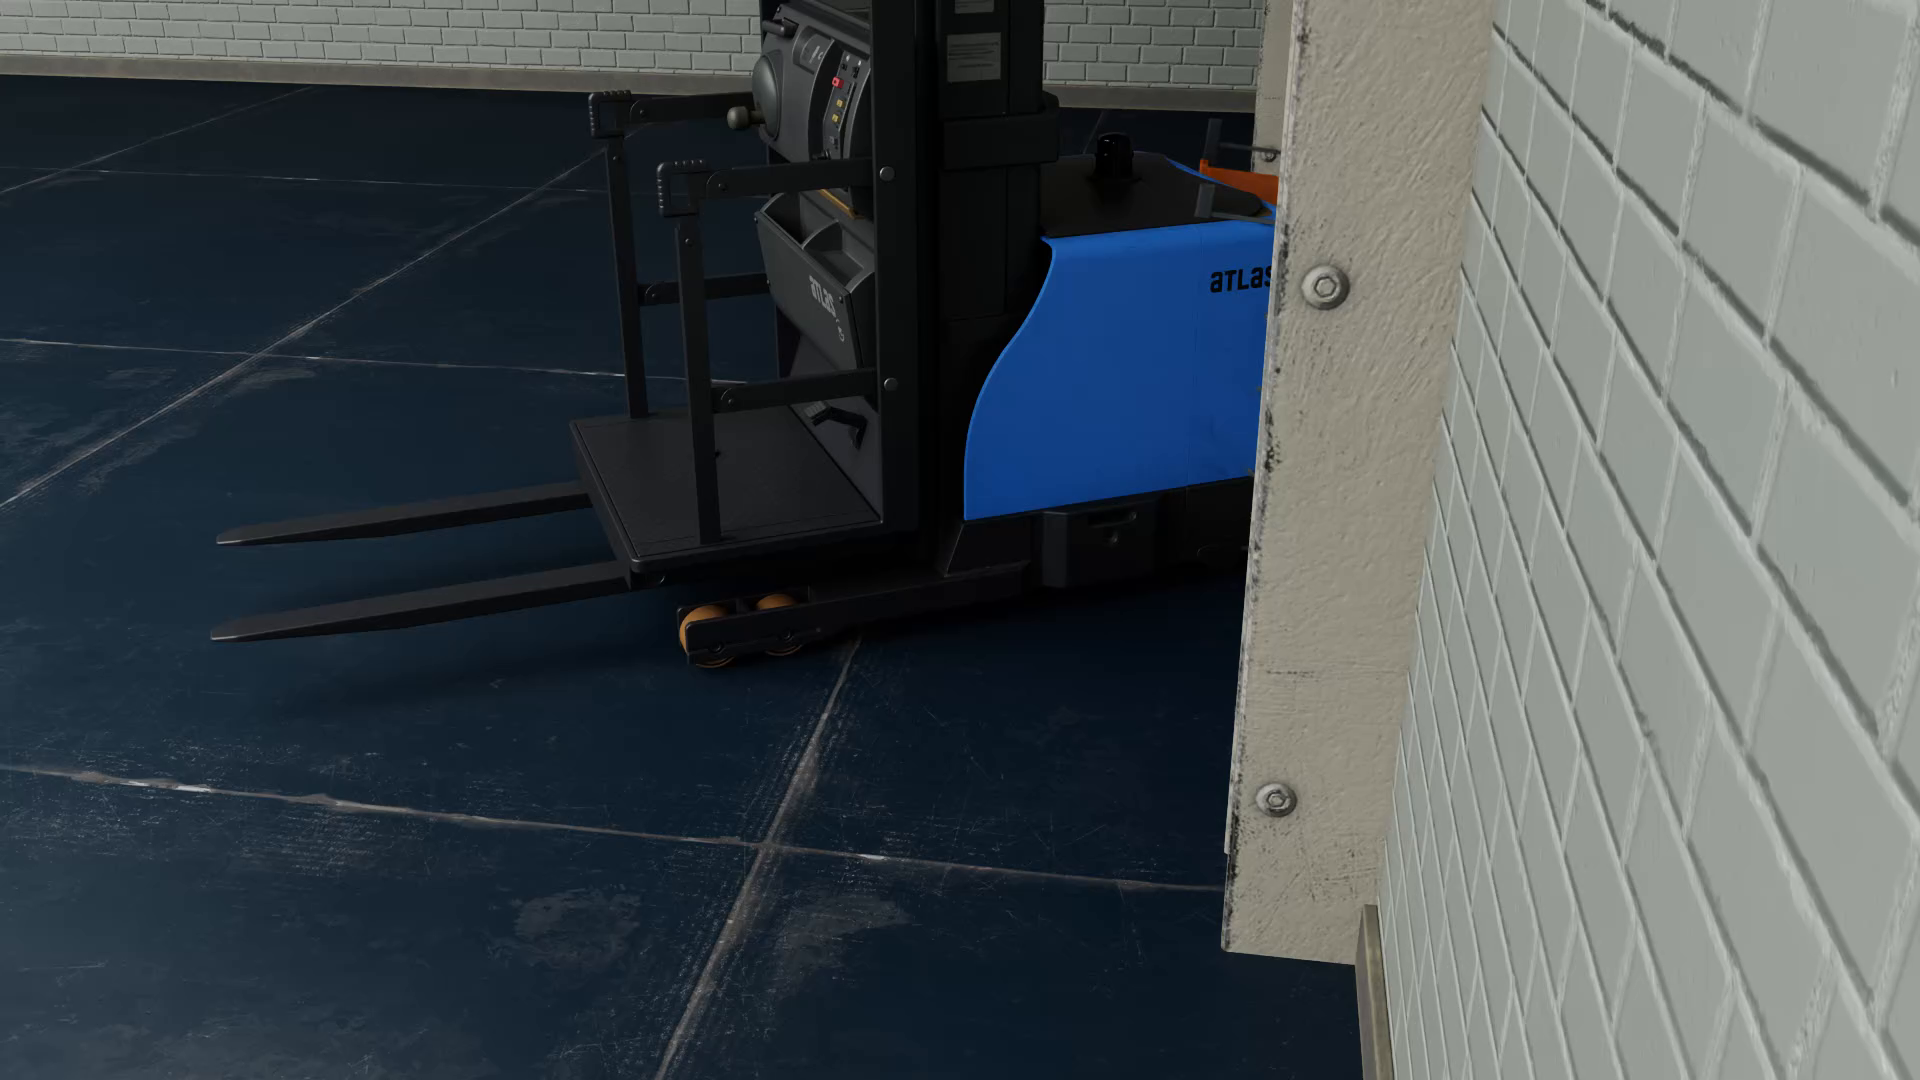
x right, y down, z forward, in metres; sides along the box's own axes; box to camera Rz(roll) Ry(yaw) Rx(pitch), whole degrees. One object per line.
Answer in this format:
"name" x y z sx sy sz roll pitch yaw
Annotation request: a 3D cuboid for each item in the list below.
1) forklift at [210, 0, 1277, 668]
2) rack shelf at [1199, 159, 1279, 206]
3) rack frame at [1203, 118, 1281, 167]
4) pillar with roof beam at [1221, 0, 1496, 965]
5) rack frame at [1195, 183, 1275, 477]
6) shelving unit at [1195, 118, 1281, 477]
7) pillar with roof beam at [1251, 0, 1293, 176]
"forklift" -0.589 -1.233 4.427 3.031 2.935 1.130 -9 27 -19
"rack shelf" 0.963 -0.908 5.139 0.538 0.278 1.000 9 25 6
"rack frame" 1.016 -0.850 5.721 0.500 1.125 0.032 9 25 6
"pillar with roof beam" -3.522 -3.598 2.321 9.100 9.000 0.400 4 25 9
"rack frame" 0.853 -0.438 4.806 0.500 1.125 0.032 9 25 6
"shelving unit" 0.934 -0.644 5.263 0.538 1.125 1.048 9 25 6
"pillar with roof beam" -2.542 -6.107 7.682 9.100 9.000 0.400 4 25 9
